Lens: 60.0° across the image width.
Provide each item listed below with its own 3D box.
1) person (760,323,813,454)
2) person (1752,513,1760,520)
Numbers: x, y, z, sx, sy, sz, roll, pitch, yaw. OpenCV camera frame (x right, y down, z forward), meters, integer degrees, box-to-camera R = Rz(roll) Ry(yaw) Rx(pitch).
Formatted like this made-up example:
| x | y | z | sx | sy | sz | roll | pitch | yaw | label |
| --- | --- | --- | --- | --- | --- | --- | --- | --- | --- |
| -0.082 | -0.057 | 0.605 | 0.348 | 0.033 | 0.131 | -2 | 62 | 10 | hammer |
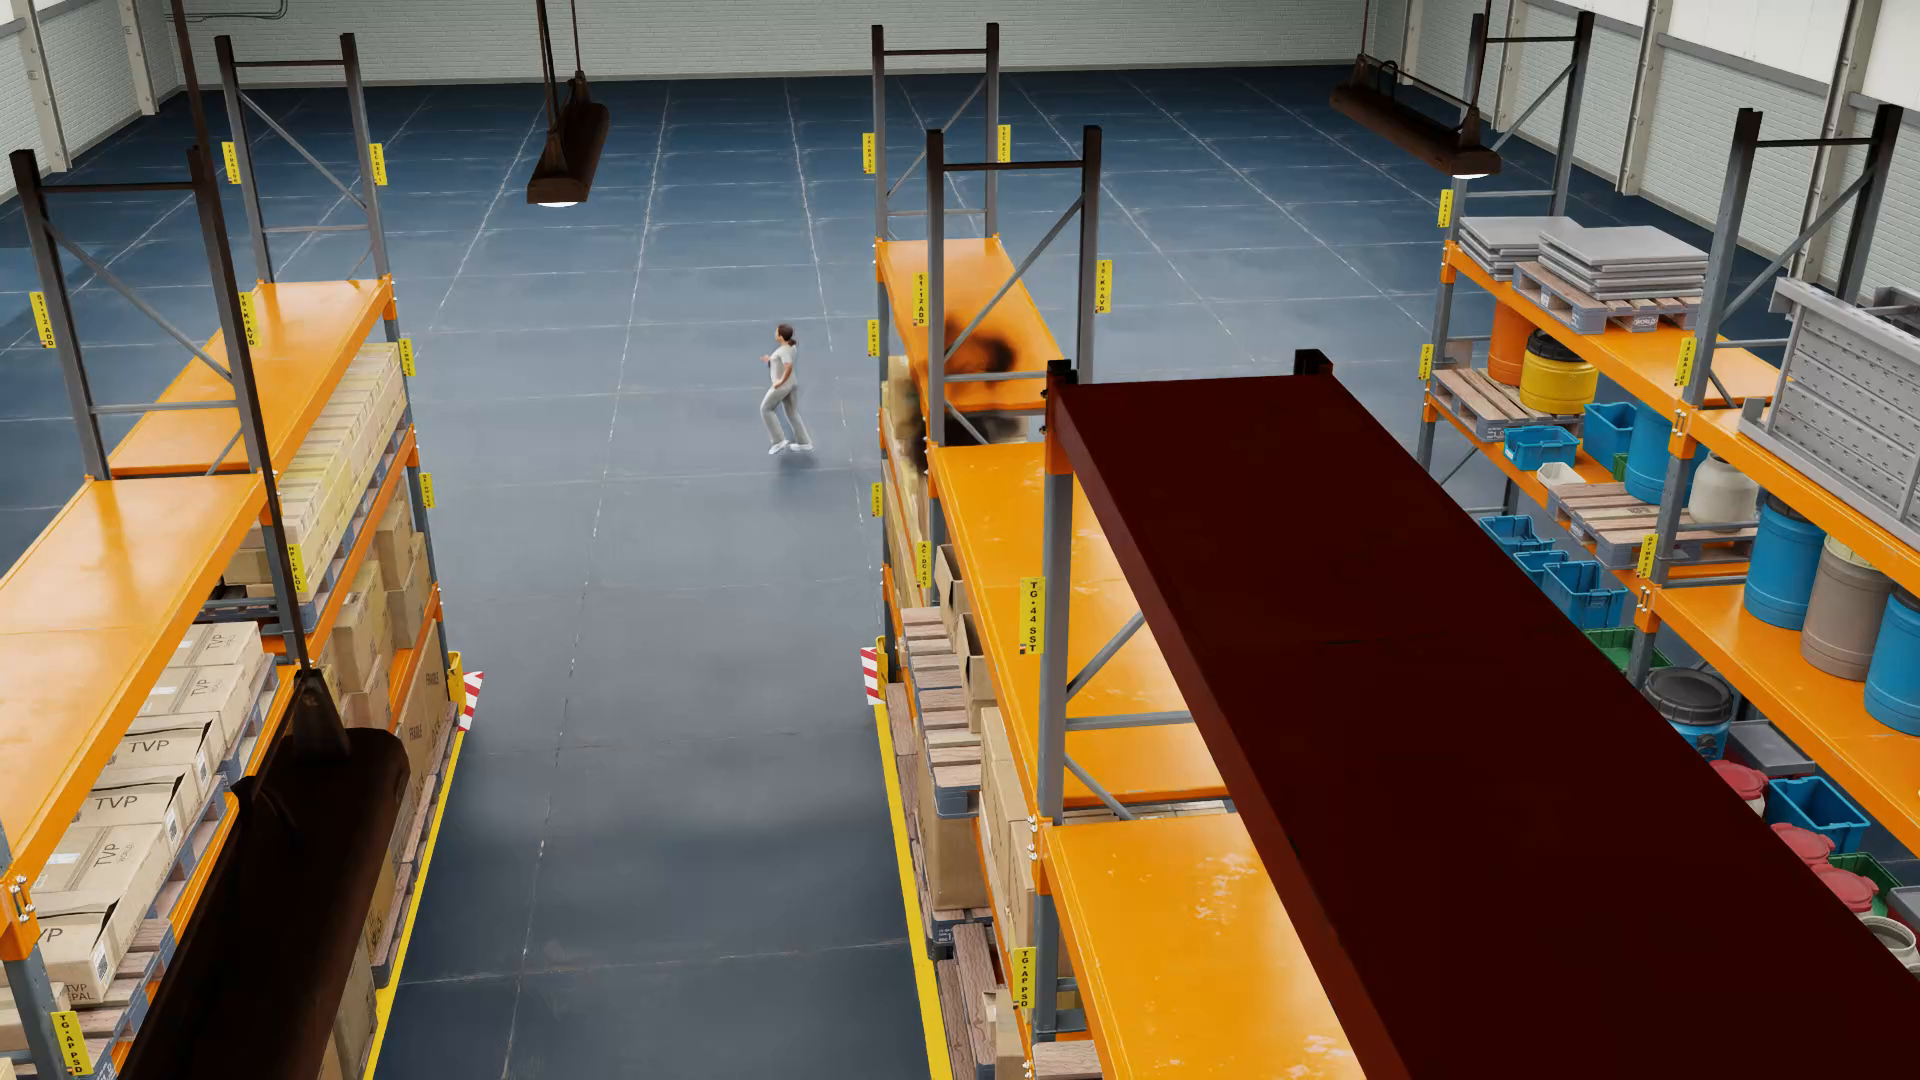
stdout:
| x | y | z | sx | sy | sz | roll | pitch | yaw | label |
| --- | --- | --- | --- | --- | --- | --- | --- | --- | --- |
| -2.165 | -1.843 | 20.439 | 0.691 | 1.705 | 0.544 | 11 | 27 | 21 | person |
| 8.483 | -0.729 | 18.131 | 0.605 | 1.657 | 0.624 | 12 | 28 | 23 | person |
